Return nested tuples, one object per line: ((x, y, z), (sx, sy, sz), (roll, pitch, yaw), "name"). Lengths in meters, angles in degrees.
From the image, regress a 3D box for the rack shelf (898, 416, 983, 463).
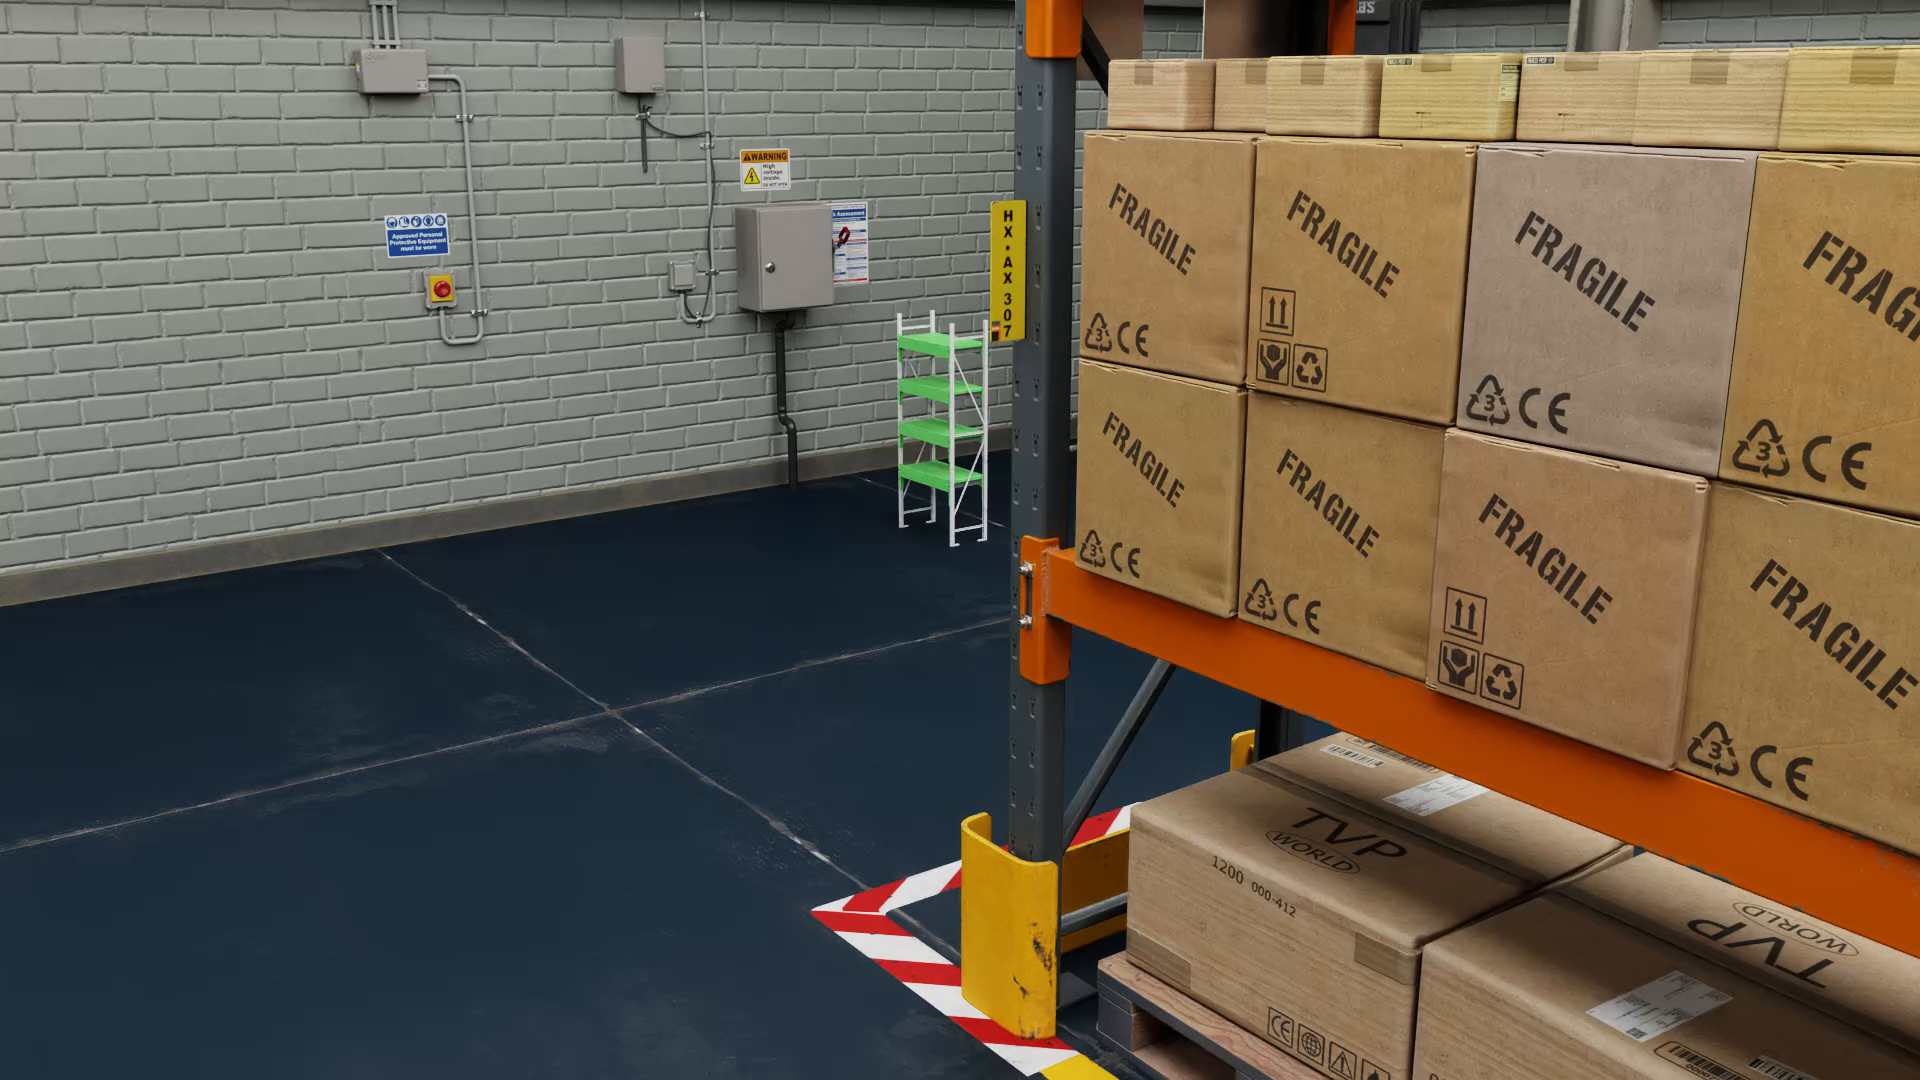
((-0.097, -0.552, 9.064), (0.258, 0.148, 0.480), (-11, 19, -35), "rack shelf")

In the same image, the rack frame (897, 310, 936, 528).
((-0.241, -0.666, 9.237), (0.240, 1.200, 0.015), (-11, 19, -35), "rack frame")

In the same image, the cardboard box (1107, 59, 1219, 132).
((0.550, -0.985, 3.682), (0.380, 0.149, 0.250), (-10, 18, -33), "cardboard box")

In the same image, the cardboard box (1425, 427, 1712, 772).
((1.220, 0.053, 3.010), (0.500, 0.500, 0.500), (-11, 19, -35), "cardboard box")

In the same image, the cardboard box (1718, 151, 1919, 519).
((1.530, -0.320, 2.480), (0.500, 0.500, 0.500), (-11, 19, -34), "cardboard box")

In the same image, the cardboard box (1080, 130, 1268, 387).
((0.617, -0.644, 3.665), (0.500, 0.500, 0.500), (-11, 19, -36), "cardboard box")

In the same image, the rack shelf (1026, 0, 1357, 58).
((1.741, -0.933, 2.485), (1.077, 0.370, 4.000), (-11, 19, -35), "rack shelf")

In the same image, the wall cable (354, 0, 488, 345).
((-2.769, -1.966, 8.594), (0.585, 1.953, 0.123), (-11, 19, -35), "wall cable")

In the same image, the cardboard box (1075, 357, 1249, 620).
((0.615, -0.162, 3.796), (0.500, 0.500, 0.500), (-11, 19, -35), "cardboard box")

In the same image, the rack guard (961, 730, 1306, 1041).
((0.551, 0.940, 4.695), (1.175, 0.500, 0.348), (-11, 19, -35), "rack guard")

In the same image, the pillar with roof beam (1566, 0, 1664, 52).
((0.240, -3.973, 6.546), (9.100, 9.000, 0.400), (-11, 19, -35), "pillar with roof beam")

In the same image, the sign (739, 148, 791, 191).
((-1.150, -2.190, 9.831), (0.339, 0.242, 0.001), (-11, 19, -35), "sign")

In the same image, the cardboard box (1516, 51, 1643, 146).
((1.188, -0.766, 2.880), (0.380, 0.149, 0.250), (-11, 19, -34), "cardboard box")

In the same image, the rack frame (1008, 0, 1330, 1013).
((0.565, -0.261, 4.346), (1.000, 3.000, 0.127), (-11, 19, -35), "rack frame")

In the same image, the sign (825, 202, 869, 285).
((-0.706, -1.831, 10.264), (0.329, 0.494, 0.001), (-11, 19, -35), "sign")

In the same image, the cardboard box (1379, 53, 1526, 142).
((0.991, -0.814, 3.055), (0.380, 0.149, 0.250), (-12, 19, -36), "cardboard box")

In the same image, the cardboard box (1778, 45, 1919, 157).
((1.428, -0.648, 2.448), (0.380, 0.149, 0.250), (-11, 19, -36), "cardboard box")

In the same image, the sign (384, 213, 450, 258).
((-2.844, -1.597, 8.717), (0.327, 0.218, 0.001), (-11, 19, -35), "sign")

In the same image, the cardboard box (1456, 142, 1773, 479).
((1.236, -0.427, 2.869), (0.500, 0.500, 0.500), (-11, 19, -35), "cardboard box")

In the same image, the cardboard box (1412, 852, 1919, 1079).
((1.579, 1.092, 3.462), (0.875, 0.438, 0.875), (-10, 18, -33), "cardboard box")

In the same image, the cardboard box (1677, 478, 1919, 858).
((1.528, 0.158, 2.629), (0.500, 0.500, 0.500), (-10, 18, -33), "cardboard box")

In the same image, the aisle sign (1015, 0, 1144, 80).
((0.288, -1.485, 3.895), (0.394, 0.787, 0.004), (-11, 19, -35), "aisle sign")

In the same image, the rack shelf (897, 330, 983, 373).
((-0.097, -1.015, 8.937), (0.258, 0.148, 0.480), (-11, 19, -35), "rack shelf")

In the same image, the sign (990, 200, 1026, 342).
((0.113, -0.632, 3.912), (0.100, 0.325, 0.005), (-11, 19, -35), "sign")

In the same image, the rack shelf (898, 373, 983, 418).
((-0.097, -0.784, 9.000), (0.258, 0.148, 0.480), (-11, 19, -35), "rack shelf")

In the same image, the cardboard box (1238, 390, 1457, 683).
((0.935, -0.058, 3.417), (0.500, 0.500, 0.500), (-11, 19, -35), "cardboard box")

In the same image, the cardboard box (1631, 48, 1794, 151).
((1.301, -0.706, 2.661), (0.380, 0.149, 0.250), (-11, 19, -34), "cardboard box")

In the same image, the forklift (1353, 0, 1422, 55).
((2.427, -1.207, 7.935), (3.031, 2.935, 1.130), (5, 16, 18), "forklift")

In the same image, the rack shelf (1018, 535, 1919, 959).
((1.741, 0.513, 2.881), (1.077, 0.370, 4.000), (-11, 19, -35), "rack shelf")

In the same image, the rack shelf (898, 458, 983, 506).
((-0.097, -0.321, 9.127), (0.258, 0.148, 0.480), (-11, 19, -35), "rack shelf")

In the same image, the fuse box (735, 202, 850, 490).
((-0.984, -1.135, 9.980), (0.539, 1.711, 0.414), (-11, 19, -35), "fuse box")

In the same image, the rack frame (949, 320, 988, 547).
((0.046, -0.562, 8.856), (0.240, 1.200, 0.015), (-11, 19, -35), "rack frame")

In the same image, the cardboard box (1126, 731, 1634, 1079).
((1.034, 0.898, 4.171), (0.875, 0.438, 0.875), (-12, 19, -36), "cardboard box")

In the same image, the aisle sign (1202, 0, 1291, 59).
((0.774, -1.578, 4.235), (0.394, 0.787, 0.004), (-11, 19, -35), "aisle sign")

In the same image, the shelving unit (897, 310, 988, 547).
((-0.097, -0.614, 9.047), (0.258, 1.200, 0.503), (-11, 19, -35), "shelving unit")

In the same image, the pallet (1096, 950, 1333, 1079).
((1.099, 1.243, 4.135), (1.003, 0.211, 1.213), (-11, 19, -35), "pallet")

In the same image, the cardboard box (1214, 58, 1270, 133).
((0.762, -0.940, 3.518), (0.380, 0.149, 0.250), (-10, 18, -33), "cardboard box")

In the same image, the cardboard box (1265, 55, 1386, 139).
((0.822, -0.867, 3.250), (0.380, 0.149, 0.250), (-10, 18, -33), "cardboard box")
